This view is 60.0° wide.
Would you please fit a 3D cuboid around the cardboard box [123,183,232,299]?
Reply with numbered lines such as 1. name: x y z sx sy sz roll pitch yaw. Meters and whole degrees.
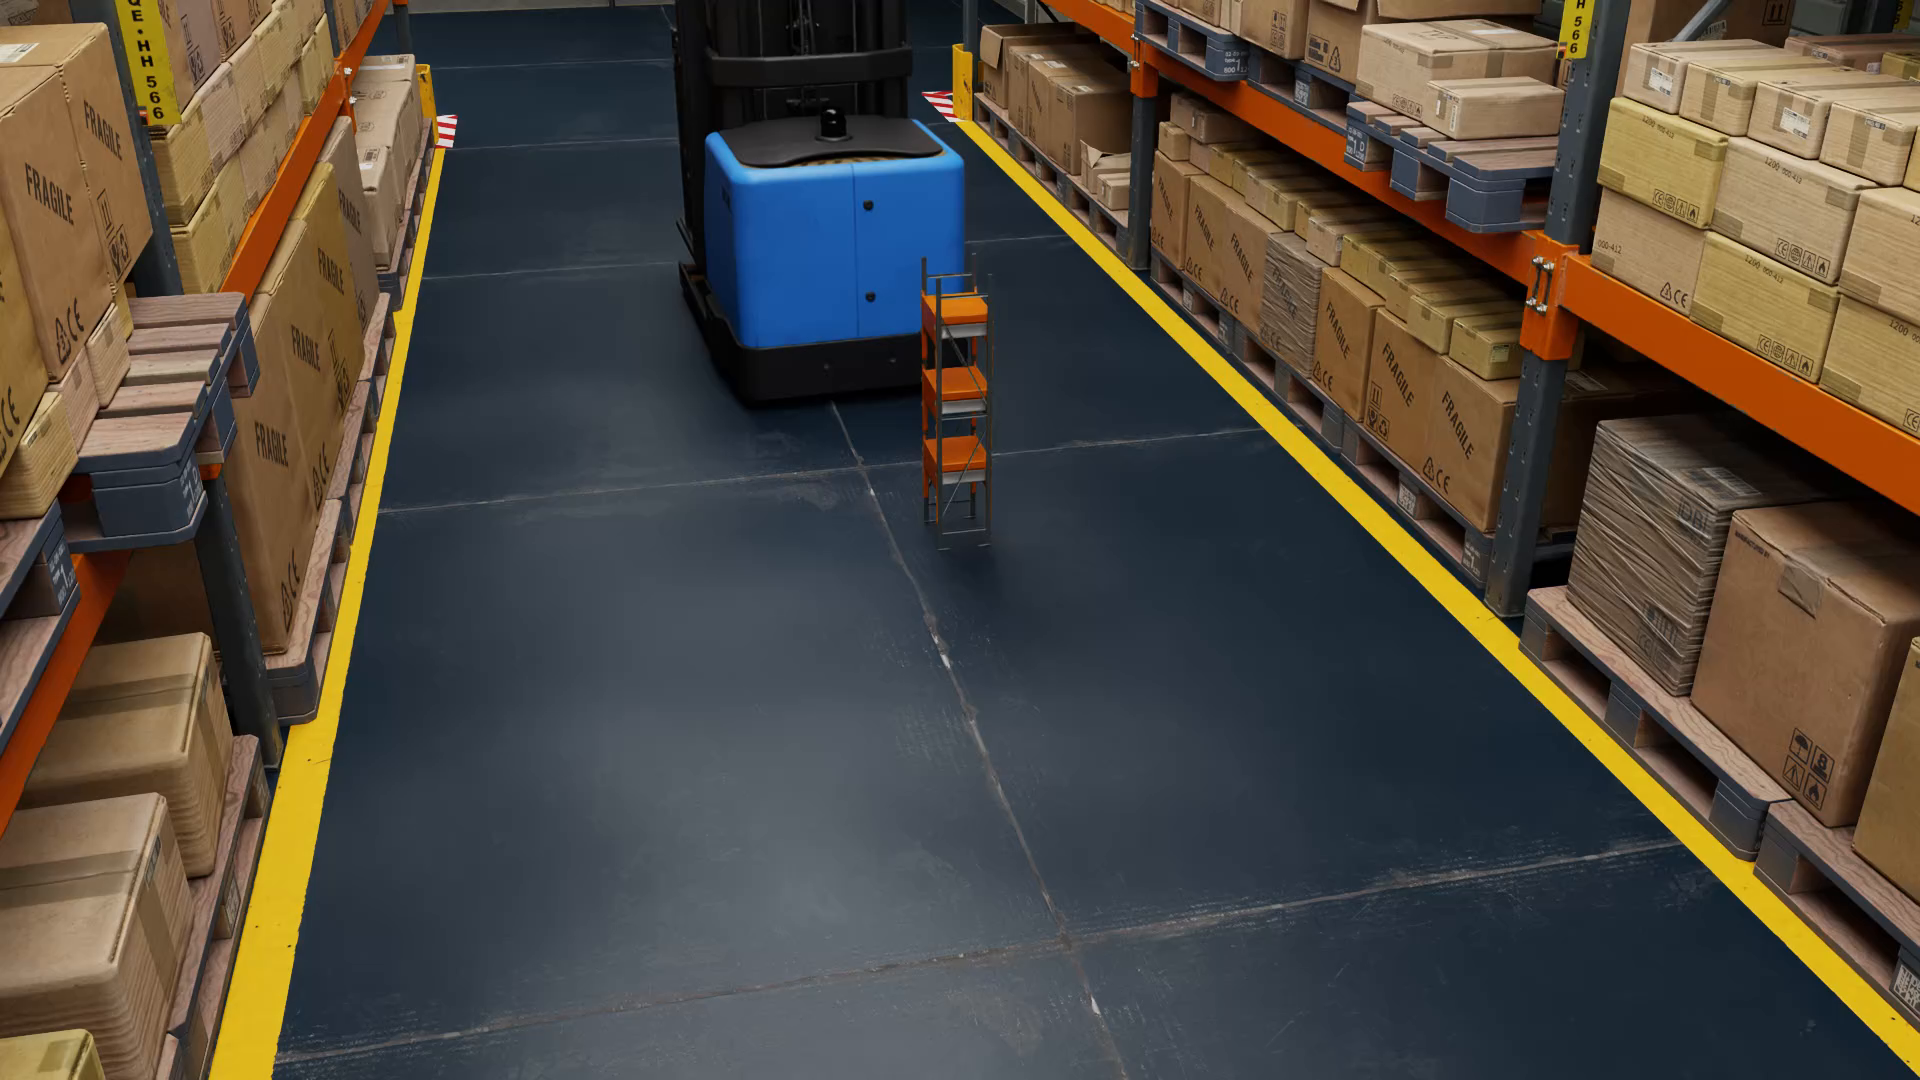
1. cardboard box: -2.374 -0.808 4.688 0.500 0.250 0.500 -6 27 -12

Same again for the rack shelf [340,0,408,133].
1. rack shelf: -3.861 -2.947 9.558 1.077 0.370 4.000 -6 27 -12

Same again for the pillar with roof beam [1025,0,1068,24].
1. pillar with roof beam: -3.400 -8.168 12.446 9.100 9.000 0.400 -6 27 -12

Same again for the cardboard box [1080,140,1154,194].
1. cardboard box: 0.933 -2.234 9.916 0.396 0.266 0.258 -5 27 -10

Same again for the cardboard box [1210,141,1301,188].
1. cardboard box: 1.454 -1.847 8.169 0.380 0.149 0.250 -7 28 -14

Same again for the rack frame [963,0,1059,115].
1. rack frame: 0.524 -4.652 12.138 1.000 3.000 0.127 -6 27 -12

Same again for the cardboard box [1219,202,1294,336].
1. cardboard box: 1.553 -1.280 7.765 0.500 0.500 0.500 -7 28 -13

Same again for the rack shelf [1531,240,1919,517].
1. rack shelf: 2.778 0.059 3.602 1.077 0.370 4.000 -6 27 -12

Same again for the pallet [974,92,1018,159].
1. pallet: 0.722 -3.024 12.007 1.003 0.211 1.213 -6 27 -12

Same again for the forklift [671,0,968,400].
1. forklift: -0.862 -2.567 8.084 1.130 2.935 3.031 -7 28 -14

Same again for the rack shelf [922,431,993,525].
1. rack shelf: -0.012 -0.235 6.190 0.215 0.259 0.240 -6 27 -12

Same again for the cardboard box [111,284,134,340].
1. cardboard box: -2.074 -0.479 3.683 0.380 0.149 0.250 -6 27 -11

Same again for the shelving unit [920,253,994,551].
1. shelving unit: -0.012 -0.492 6.060 0.215 1.050 0.252 -6 27 -12

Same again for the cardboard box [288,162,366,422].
1. cardboard box: -2.981 -0.969 6.734 0.875 0.875 0.875 -5 27 -10

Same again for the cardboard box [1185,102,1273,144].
1. cardboard box: 1.352 -2.096 8.332 0.380 0.149 0.250 -7 28 -14

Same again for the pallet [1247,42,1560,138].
1. pallet: 1.884 -1.908 6.913 1.003 0.211 1.213 -6 27 -12

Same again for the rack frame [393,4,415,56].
1. rack frame: -4.311 -4.146 11.136 1.000 3.000 0.127 -6 27 -12

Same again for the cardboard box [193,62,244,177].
1. cardboard box: -2.497 -1.265 5.039 0.500 0.250 0.500 -5 27 -10

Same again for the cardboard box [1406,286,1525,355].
1. cardboard box: 1.877 -0.809 6.112 0.380 0.149 0.250 -7 28 -14

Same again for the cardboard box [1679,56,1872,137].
1. cardboard box: 2.173 -1.187 4.442 0.380 0.149 0.250 -5 27 -10

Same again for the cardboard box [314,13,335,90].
1. cardboard box: -3.063 -2.152 7.351 0.500 0.250 0.500 -7 28 -13

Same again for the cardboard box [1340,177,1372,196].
1. cardboard box: 2.010 -1.668 7.814 0.380 0.149 0.250 -5 27 -10

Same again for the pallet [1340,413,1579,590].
1. pallet: 2.195 -0.227 6.465 1.003 0.211 1.213 -6 27 -12

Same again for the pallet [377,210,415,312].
1. pallet: -3.505 -1.487 8.962 1.003 0.211 1.213 -6 27 -12

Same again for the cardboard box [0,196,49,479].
1. cardboard box: -1.893 -0.380 2.768 0.500 0.500 0.500 -8 28 -15

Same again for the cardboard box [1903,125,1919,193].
1. cardboard box: 2.413 -0.856 3.787 0.380 0.149 0.250 -6 27 -11

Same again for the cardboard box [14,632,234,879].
1. cardboard box: -2.391 0.600 4.182 0.950 0.372 0.625 -8 28 -15

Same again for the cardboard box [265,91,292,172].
1. cardboard box: -2.734 -1.478 6.017 0.500 0.250 0.500 -6 27 -12

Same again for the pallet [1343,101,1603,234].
1. pallet: 2.106 -1.345 5.798 1.213 0.211 1.003 -6 27 -12

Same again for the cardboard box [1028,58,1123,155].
1. cardboard box: 0.746 -2.824 10.824 0.500 0.500 0.500 -5 27 -11

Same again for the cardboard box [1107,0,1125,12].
1. cardboard box: 1.028 -3.010 9.164 0.380 0.149 0.250 -5 27 -10

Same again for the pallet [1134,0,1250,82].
1. pallet: 1.499 -2.448 7.985 1.003 0.211 1.213 -6 27 -12

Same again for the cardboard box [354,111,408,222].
1. cardboard box: -3.649 -2.113 9.486 0.875 0.438 0.875 -7 28 -13

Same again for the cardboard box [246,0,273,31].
1. cardboard box: -2.714 -2.034 5.730 0.500 0.500 0.500 -6 27 -11

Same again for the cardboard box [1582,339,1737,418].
1. cardboard box: 2.505 -0.425 6.071 0.500 0.500 0.500 -5 27 -10

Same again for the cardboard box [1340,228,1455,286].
1. cardboard box: 1.789 -1.159 6.805 0.380 0.149 0.250 -6 27 -12

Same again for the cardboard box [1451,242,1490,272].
1. cardboard box: 2.268 -1.221 6.927 0.380 0.149 0.250 -7 28 -13

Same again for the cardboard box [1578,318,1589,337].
1. cardboard box: 2.479 -0.881 6.255 0.380 0.149 0.250 -5 27 -10

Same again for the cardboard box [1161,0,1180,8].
1. cardboard box: 1.316 -2.893 8.076 0.700 0.500 0.500 -5 27 -10

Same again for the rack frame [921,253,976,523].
1. rack frame: -0.040 -0.546 6.166 0.200 1.050 0.008 -6 27 -12

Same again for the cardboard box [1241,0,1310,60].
1. cardboard box: 1.610 -2.321 6.943 0.700 0.500 0.500 -6 27 -12

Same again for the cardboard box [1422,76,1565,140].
1. cardboard box: 1.805 -1.465 5.636 0.380 0.149 0.250 -5 27 -11

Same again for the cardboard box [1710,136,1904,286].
1. cardboard box: 2.300 -0.857 4.230 0.500 0.250 0.500 -5 27 -10

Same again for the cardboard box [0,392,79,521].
1. cardboard box: -1.849 -0.142 3.016 0.380 0.149 0.250 -5 27 -11

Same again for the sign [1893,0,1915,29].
1. sign: 2.867 -1.715 5.033 0.100 0.325 0.005 -6 27 -12

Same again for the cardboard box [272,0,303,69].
1. cardboard box: -2.831 -1.932 6.361 0.500 0.250 0.500 -5 27 -10

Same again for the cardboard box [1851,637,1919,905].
1. cardboard box: 2.761 0.590 3.922 0.875 0.625 0.625 -7 28 -14

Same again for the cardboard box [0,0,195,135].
1. cardboard box: -2.381 -1.367 4.408 0.500 0.500 0.500 -7 28 -13

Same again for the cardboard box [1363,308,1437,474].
1. cardboard box: 1.919 -0.596 6.410 0.500 0.500 0.500 -6 27 -12

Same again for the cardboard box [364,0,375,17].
1. cardboard box: -3.476 -3.108 8.967 0.500 0.500 0.500 -6 27 -11

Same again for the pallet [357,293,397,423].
1. pallet: -3.162 -0.814 7.629 1.003 0.211 1.213 -6 27 -12

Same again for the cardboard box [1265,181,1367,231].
1. cardboard box: 1.602 -1.506 7.492 0.380 0.149 0.250 -5 27 -10

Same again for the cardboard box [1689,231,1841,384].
1. cardboard box: 2.297 -0.632 4.340 0.500 0.250 0.500 -7 28 -13
